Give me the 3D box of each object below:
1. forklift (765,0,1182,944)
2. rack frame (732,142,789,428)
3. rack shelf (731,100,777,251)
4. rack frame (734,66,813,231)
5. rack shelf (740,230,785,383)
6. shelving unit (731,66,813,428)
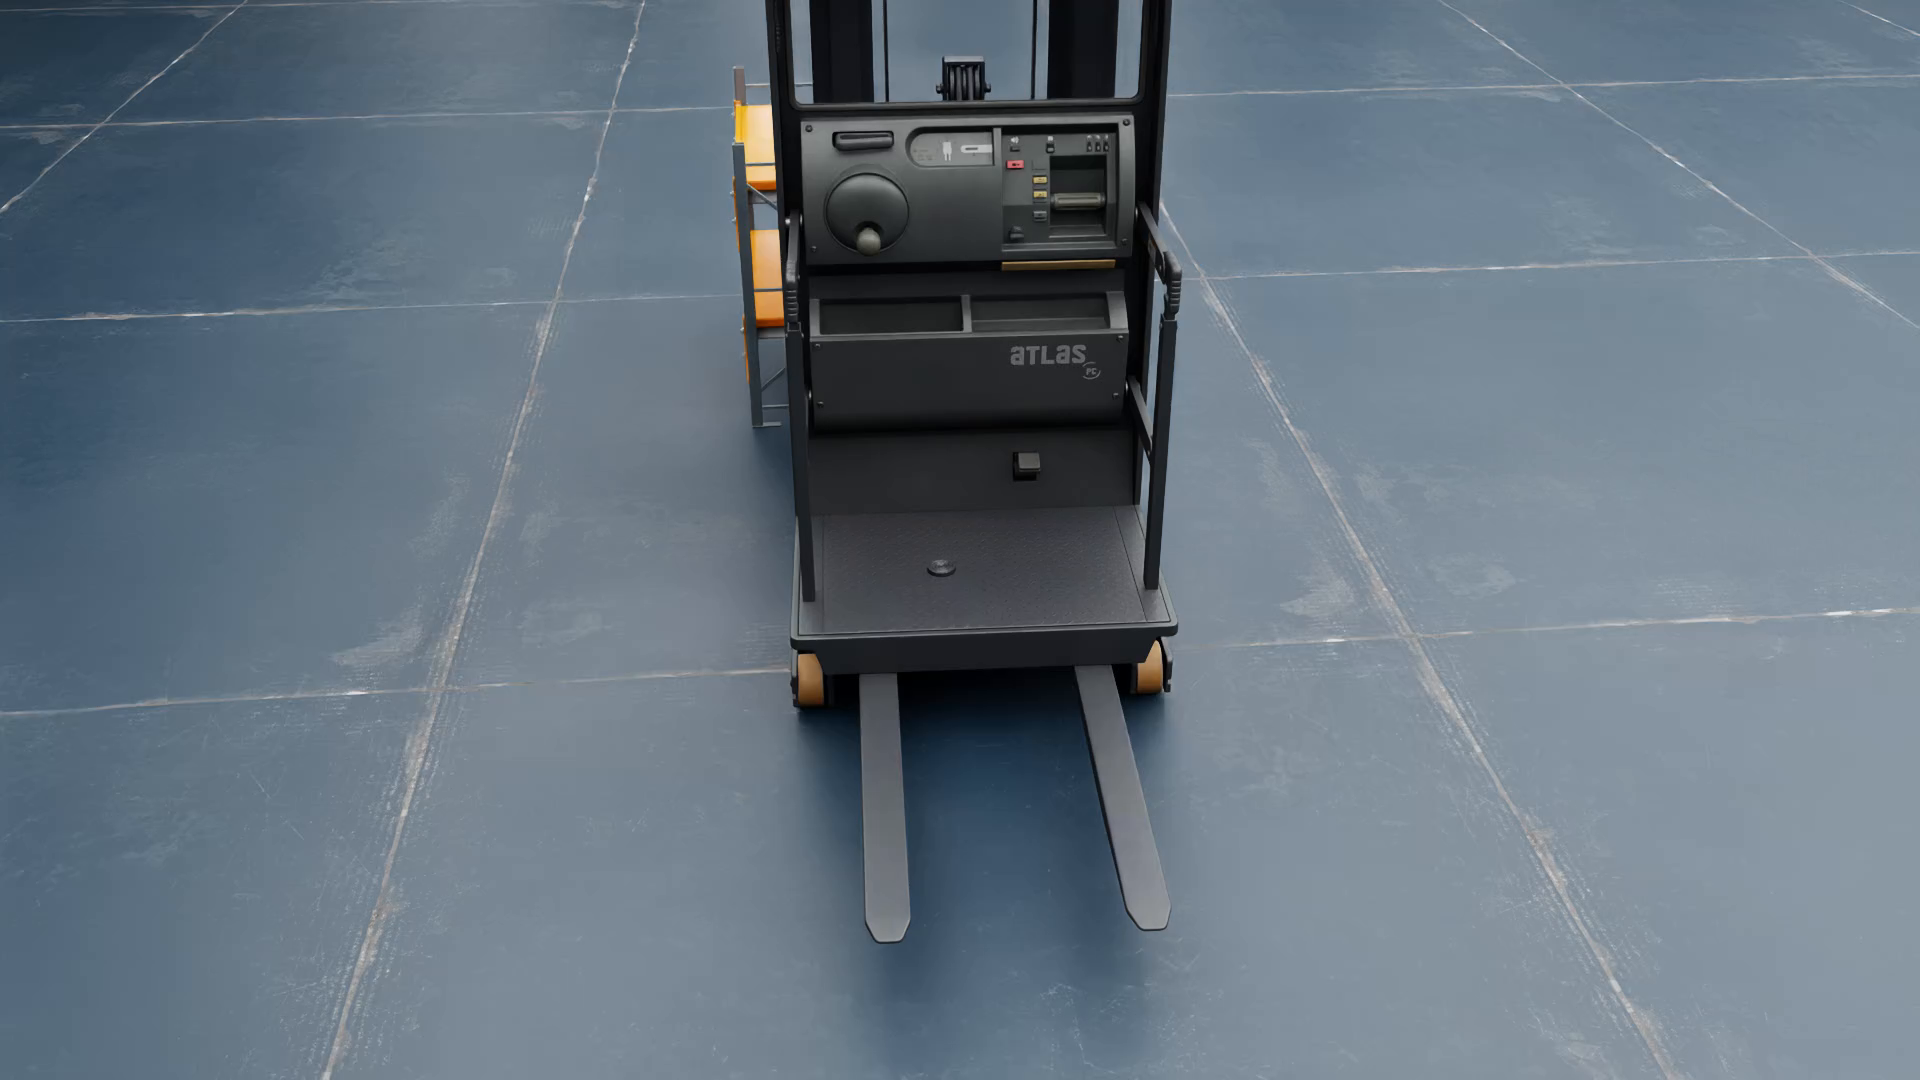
[{"bbox_3d":[0.041,-0.938,4.462,1.130,2.935,3.031,-2,31,-3],"label":"forklift"},{"bbox_3d":[-0.562,-0.941,6.229,0.500,1.125,0.032,-3,31,-5],"label":"rack frame"},{"bbox_3d":[-0.619,-1.452,6.513,0.538,0.278,1.000,-3,31,-5],"label":"rack shelf"},{"bbox_3d":[-0.676,-1.460,7.097,0.500,1.125,0.032,-3,31,-5],"label":"rack frame"},{"bbox_3d":[-0.619,-0.991,6.788,0.538,0.278,1.000,-3,31,-5],"label":"rack shelf"},{"bbox_3d":[-0.619,-1.200,6.663,0.538,1.125,1.048,-3,31,-5],"label":"shelving unit"}]
